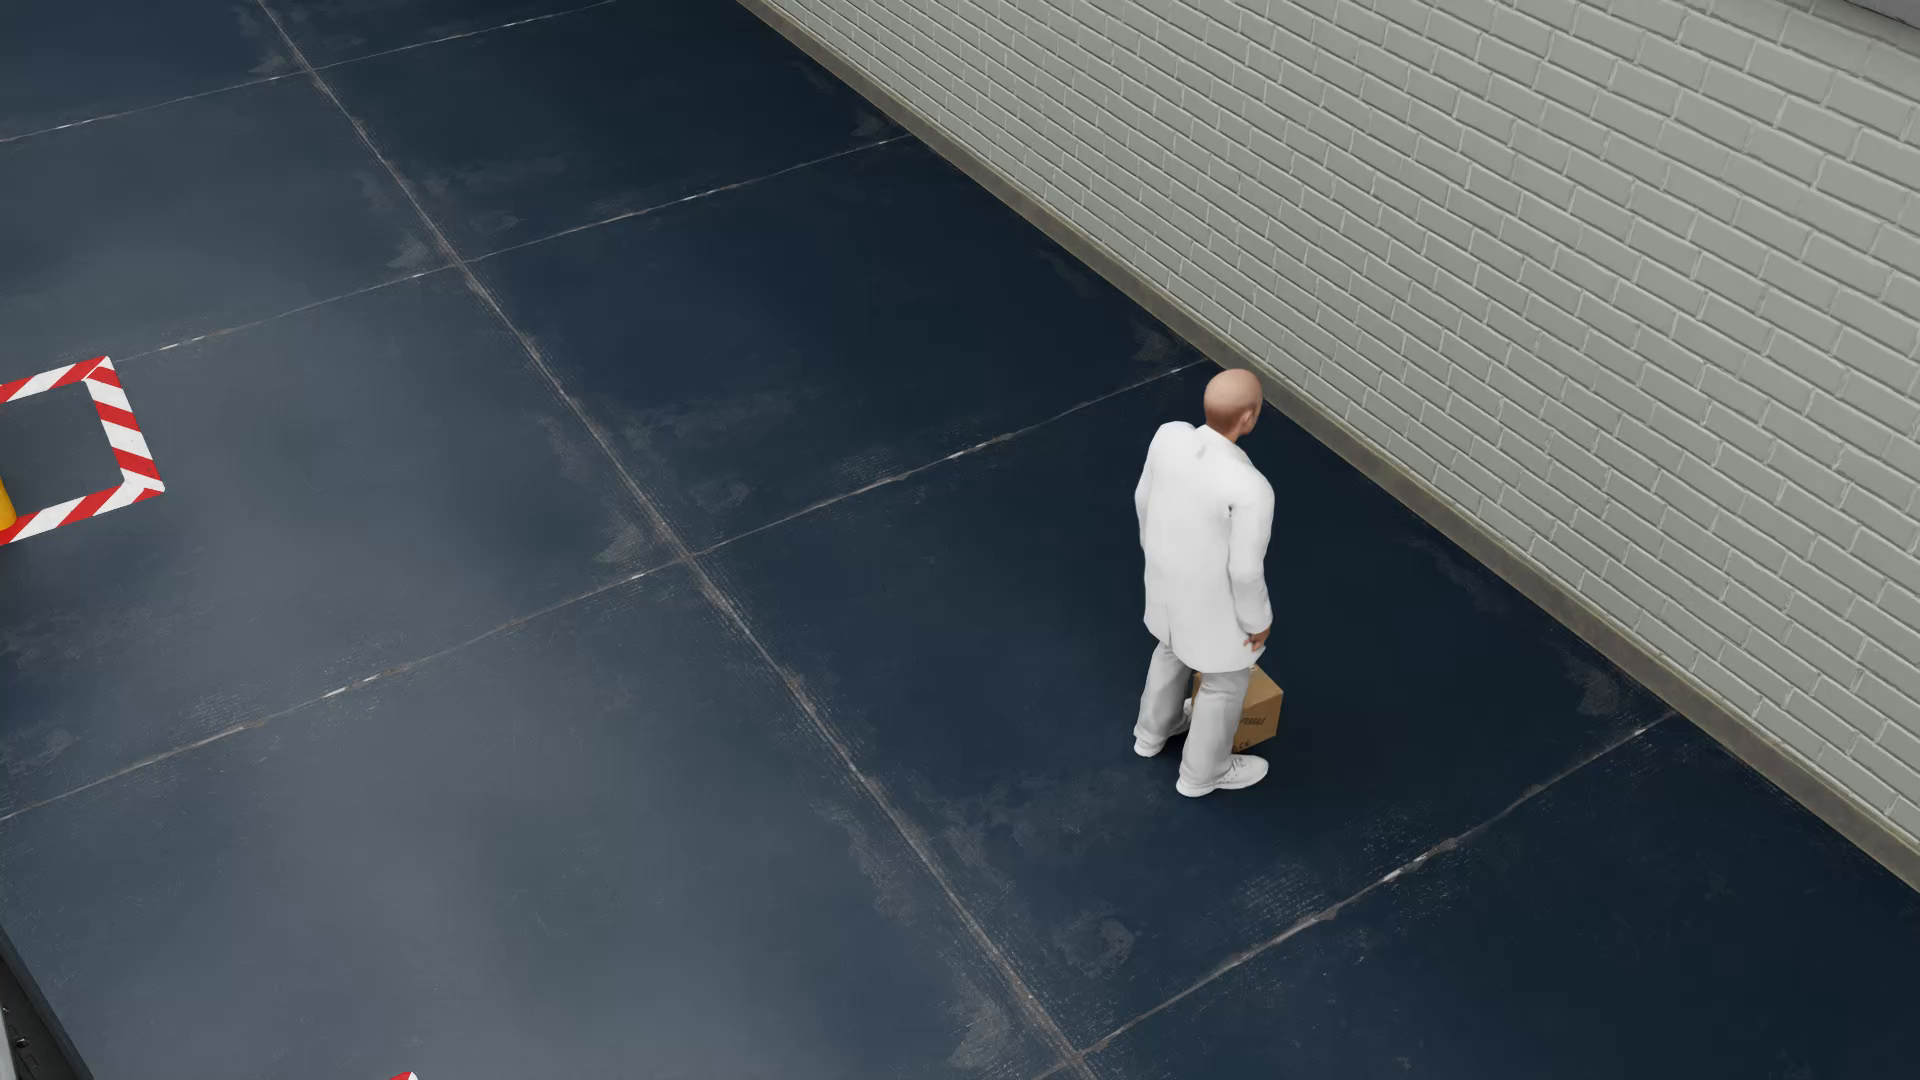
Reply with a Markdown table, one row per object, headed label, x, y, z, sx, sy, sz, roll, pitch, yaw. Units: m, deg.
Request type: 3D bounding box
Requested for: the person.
| label | x | y | z | sx | sy | sz | roll | pitch | yaw |
| --- | --- | --- | --- | --- | --- | --- | --- | --- | --- |
| person | 0.877 | 0.161 | 5.980 | 0.428 | 1.772 | 0.638 | -24 | 46 | -26 |
